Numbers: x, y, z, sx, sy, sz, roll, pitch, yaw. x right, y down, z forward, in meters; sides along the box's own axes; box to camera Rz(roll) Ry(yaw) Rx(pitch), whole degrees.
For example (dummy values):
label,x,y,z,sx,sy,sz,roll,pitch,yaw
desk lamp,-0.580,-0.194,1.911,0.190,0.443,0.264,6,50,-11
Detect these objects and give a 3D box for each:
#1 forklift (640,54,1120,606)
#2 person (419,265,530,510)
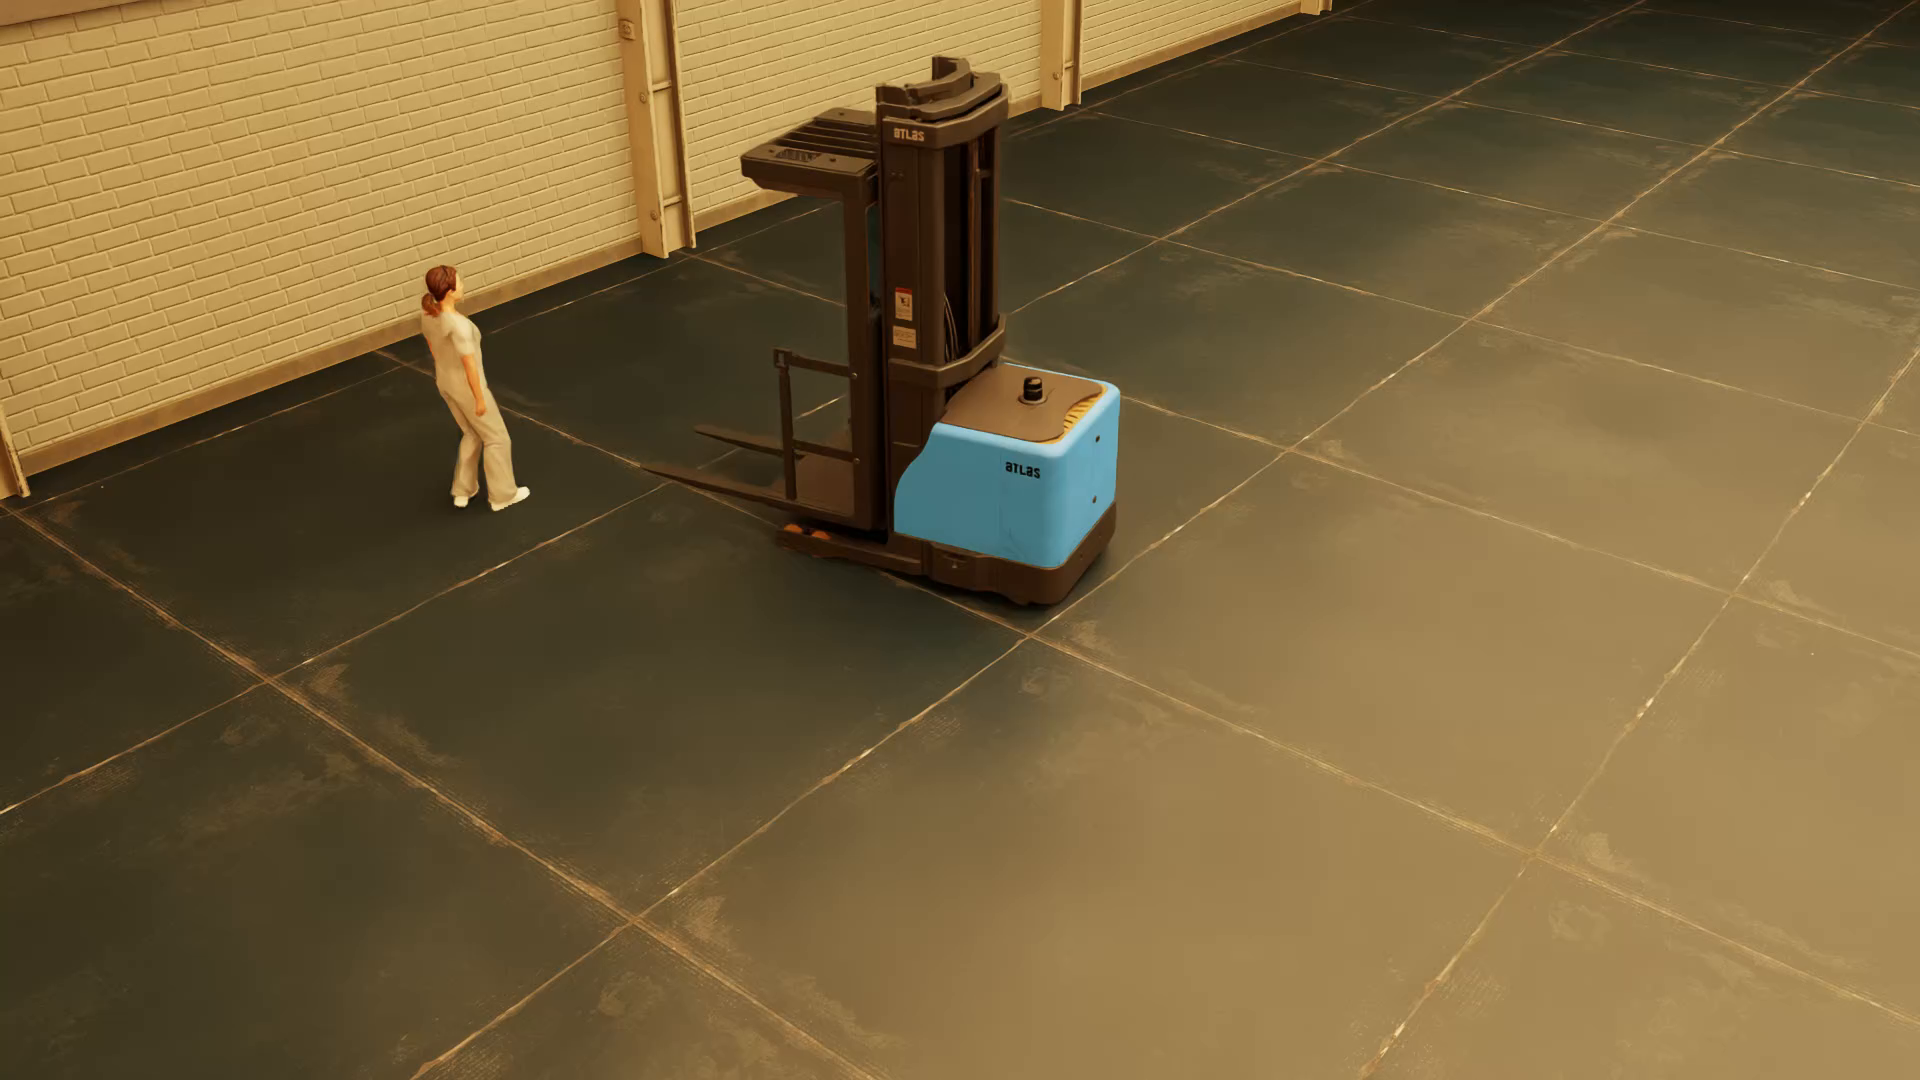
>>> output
label,x,y,z,sx,sy,sz,roll,pitch,yaw
forklift,-0.585,-1.377,9.951,3.031,2.935,1.130,13,33,22
person,-3.119,-0.976,10.568,0.538,1.661,0.478,26,39,37
